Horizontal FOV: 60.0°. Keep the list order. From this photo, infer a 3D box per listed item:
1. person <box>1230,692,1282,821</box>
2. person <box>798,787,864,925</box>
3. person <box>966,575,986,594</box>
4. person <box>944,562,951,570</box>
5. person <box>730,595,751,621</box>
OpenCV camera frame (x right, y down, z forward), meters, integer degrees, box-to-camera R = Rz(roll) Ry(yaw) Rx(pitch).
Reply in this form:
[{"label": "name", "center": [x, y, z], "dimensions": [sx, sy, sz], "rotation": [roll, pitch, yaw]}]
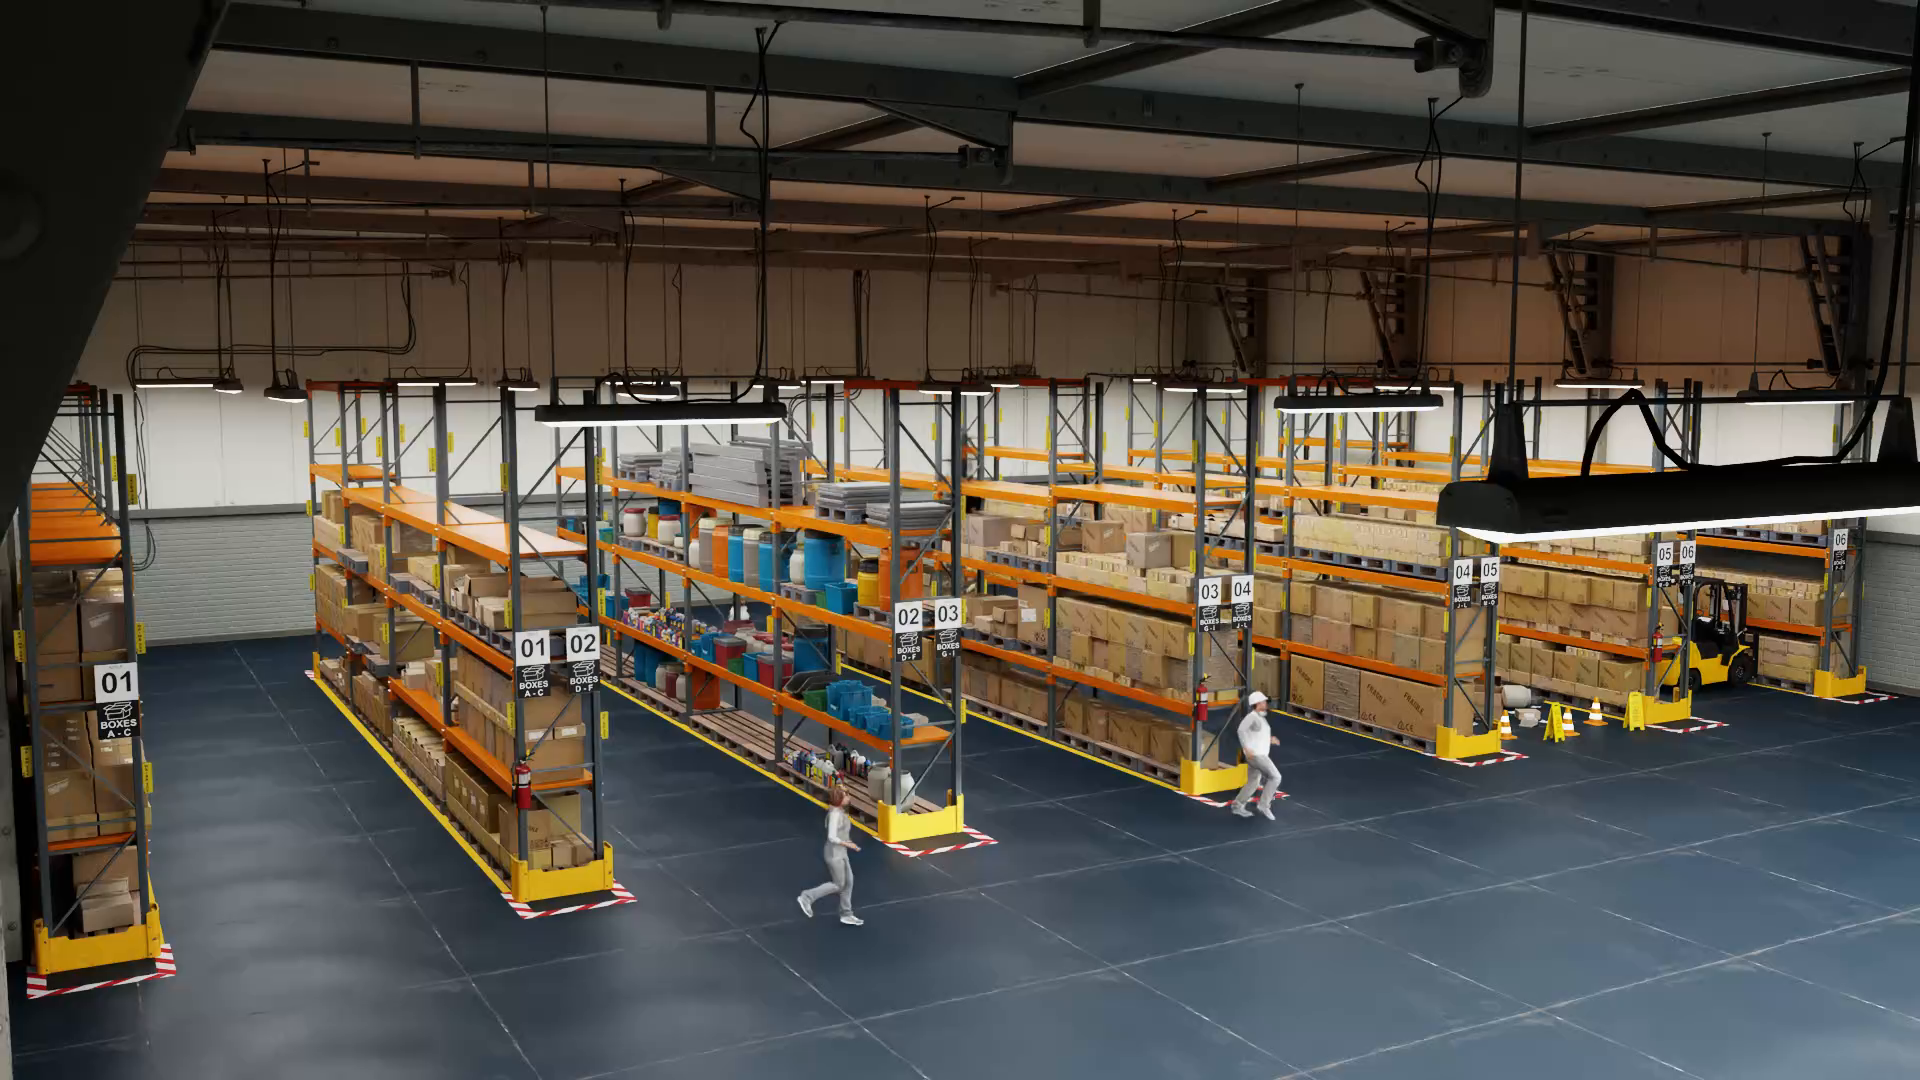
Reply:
[{"label": "person", "center": [4.155, 2.992, 23.259], "dimensions": [0.696, 1.736, 0.654], "rotation": [1, 6, 12]}, {"label": "person", "center": [-1.459, 3.570, 18.772], "dimensions": [0.741, 1.592, 0.545], "rotation": [0, 6, -2]}, {"label": "person", "center": [0.296, 1.541, 37.761], "dimensions": [0.605, 1.623, 0.995], "rotation": [-5, 8, -39]}, {"label": "person", "center": [-0.187, 1.055, 41.795], "dimensions": [0.731, 1.714, 0.714], "rotation": [-5, 8, -39]}, {"label": "person", "center": [-4.425, 1.926, 33.650], "dimensions": [0.523, 1.733, 0.763], "rotation": [-4, 7, -35]}]
